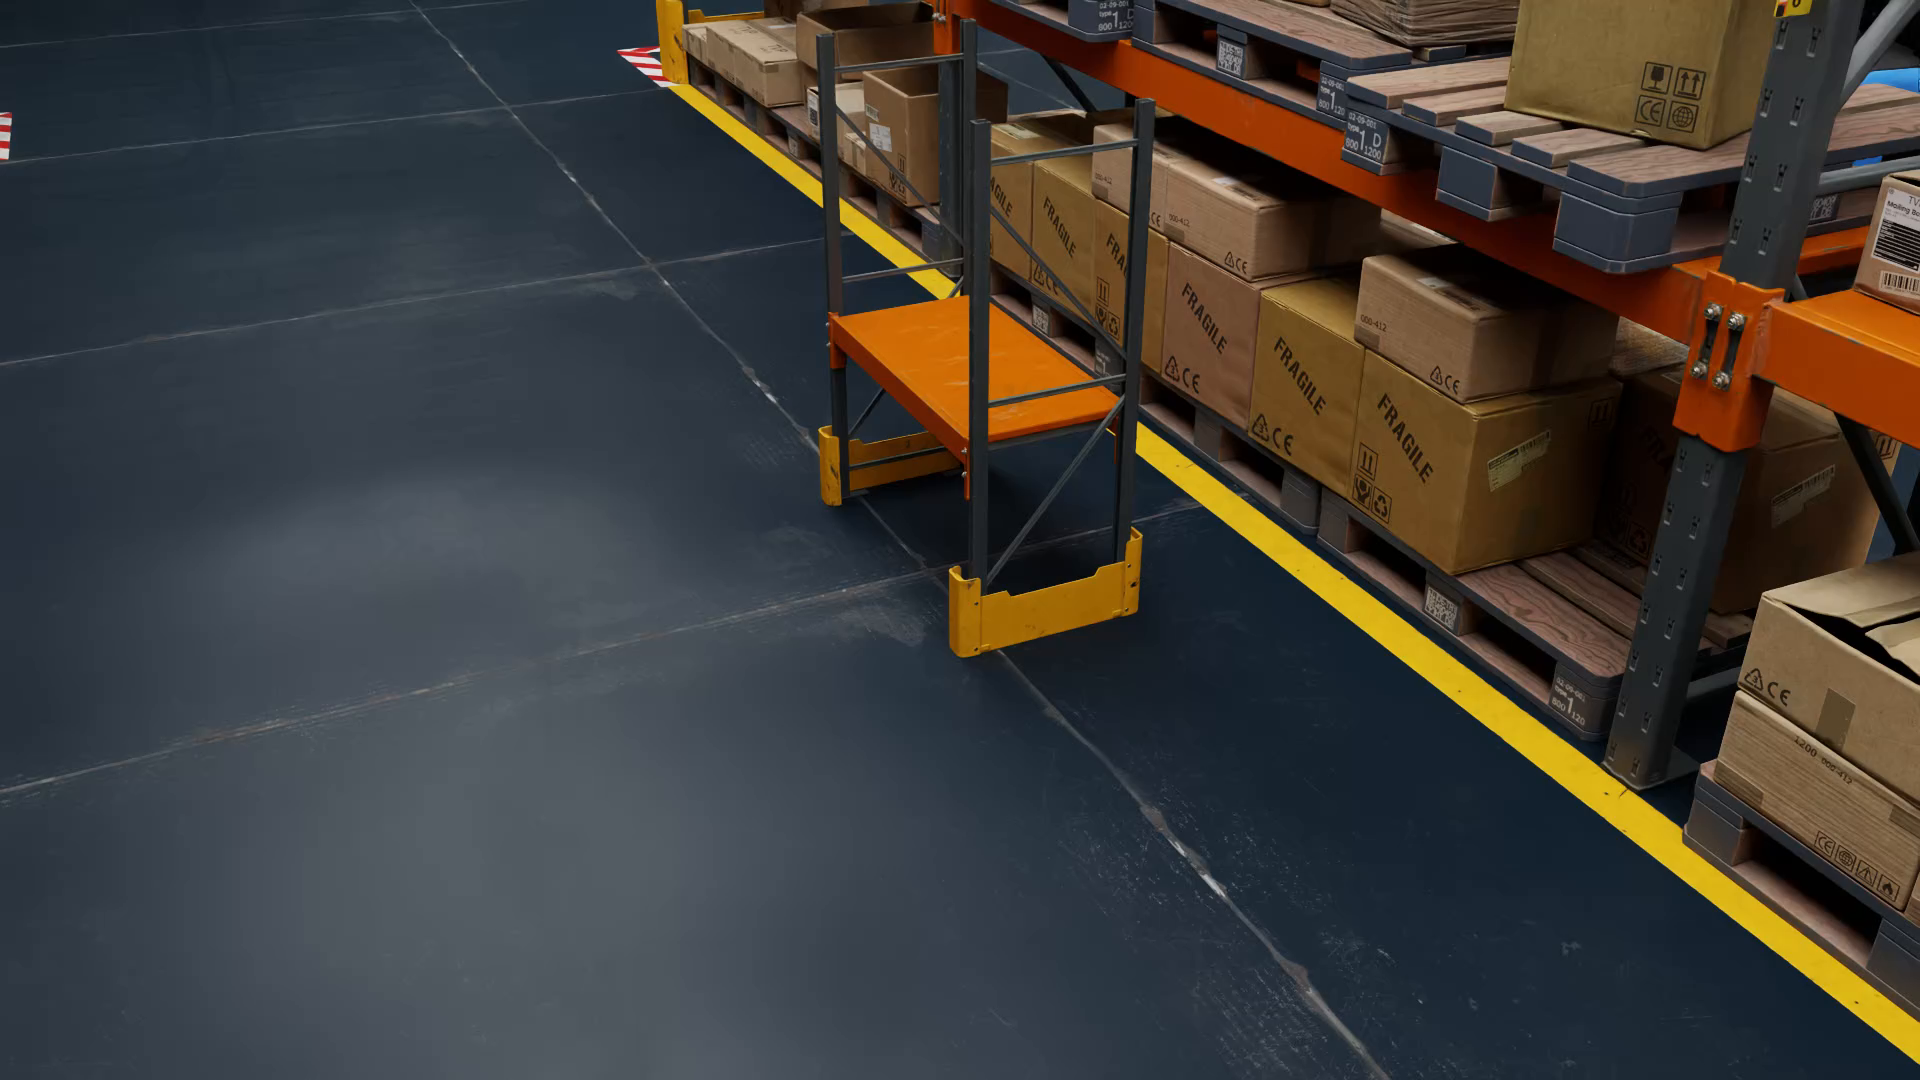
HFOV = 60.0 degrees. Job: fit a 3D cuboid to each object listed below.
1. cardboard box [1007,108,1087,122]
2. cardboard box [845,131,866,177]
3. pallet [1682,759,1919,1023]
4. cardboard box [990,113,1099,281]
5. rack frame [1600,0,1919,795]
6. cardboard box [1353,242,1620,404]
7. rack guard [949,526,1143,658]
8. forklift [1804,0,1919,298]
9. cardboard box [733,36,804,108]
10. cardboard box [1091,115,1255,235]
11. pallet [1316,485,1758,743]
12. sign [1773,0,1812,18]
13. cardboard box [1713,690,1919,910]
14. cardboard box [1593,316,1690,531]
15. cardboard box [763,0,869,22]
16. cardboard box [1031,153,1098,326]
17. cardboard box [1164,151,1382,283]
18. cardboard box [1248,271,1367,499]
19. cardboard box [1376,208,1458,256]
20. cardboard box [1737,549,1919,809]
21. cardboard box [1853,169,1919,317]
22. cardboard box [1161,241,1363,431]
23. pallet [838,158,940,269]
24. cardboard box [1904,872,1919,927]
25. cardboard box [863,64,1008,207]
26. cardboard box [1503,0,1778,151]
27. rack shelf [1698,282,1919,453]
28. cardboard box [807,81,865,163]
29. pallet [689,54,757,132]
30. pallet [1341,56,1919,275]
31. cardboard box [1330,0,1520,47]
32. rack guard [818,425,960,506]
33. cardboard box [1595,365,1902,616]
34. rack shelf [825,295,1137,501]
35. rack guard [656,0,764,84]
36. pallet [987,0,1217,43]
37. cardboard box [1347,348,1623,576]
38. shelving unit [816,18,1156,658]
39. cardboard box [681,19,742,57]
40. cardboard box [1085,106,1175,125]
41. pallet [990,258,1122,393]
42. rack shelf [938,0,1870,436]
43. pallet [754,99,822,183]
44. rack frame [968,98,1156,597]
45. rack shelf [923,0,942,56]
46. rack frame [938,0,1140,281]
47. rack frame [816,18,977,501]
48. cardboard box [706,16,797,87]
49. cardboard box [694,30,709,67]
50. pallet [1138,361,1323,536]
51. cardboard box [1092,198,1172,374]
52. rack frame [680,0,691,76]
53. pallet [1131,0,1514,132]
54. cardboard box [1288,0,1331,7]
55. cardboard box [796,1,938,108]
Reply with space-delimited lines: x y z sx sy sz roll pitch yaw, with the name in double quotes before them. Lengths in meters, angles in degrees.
"cardboard box" 0.401 -1.825 7.738 0.500 0.311 0.500 -13 32 -22
"cardboard box" -0.330 -1.869 7.981 0.380 0.149 0.250 -13 32 -22
"pallet" 2.421 0.780 3.644 1.003 0.211 1.213 -13 32 -22
"cardboard box" 0.374 -1.412 6.807 0.500 0.500 0.500 -15 32 -24
"rack frame" 2.103 -0.808 3.625 1.000 3.000 0.127 -13 32 -22
"cardboard box" 1.462 -0.625 4.637 0.500 0.250 0.500 -12 31 -20
"rack guard" 0.247 0.145 4.736 0.587 0.250 0.087 -13 32 -22
"forklift" 4.207 -2.428 6.583 3.031 2.935 1.130 -8 30 -14
"cardboard box" -0.925 -2.593 9.170 0.500 0.250 0.500 -13 32 -22
"cardboard box" 0.803 -1.298 5.836 0.500 0.250 0.500 -13 32 -22
"pallet" 1.817 0.070 4.909 1.003 0.211 1.213 -13 32 -22
"sign" 1.617 -1.161 3.150 0.100 0.325 0.005 -13 32 -22
"cardboard box" 2.063 0.501 3.672 0.500 0.250 0.500 -13 32 -22
"cardboard box" 1.936 -0.401 5.005 0.500 0.500 0.500 -14 32 -24
"cardboard box" -0.875 -3.255 10.095 0.500 0.500 0.500 -13 32 -22
"cardboard box" 0.613 -1.179 6.391 0.500 0.500 0.500 -13 32 -21
"cardboard box" 1.019 -1.076 5.441 0.500 0.250 0.500 -14 32 -23
"cardboard box" 1.268 -0.503 5.185 0.500 0.500 0.500 -14 32 -24
"cardboard box" 1.497 -0.853 5.811 0.500 0.500 0.500 -14 32 -24
"cardboard box" 2.063 0.256 3.535 0.500 0.311 0.500 -12 31 -20
"cardboard box" 2.220 -0.600 3.344 0.500 0.311 0.500 -11 31 -19
"cardboard box" 1.037 -0.733 5.596 0.500 0.500 0.500 -14 32 -24
"pallet" 0.092 -1.663 7.999 1.003 0.211 1.213 -13 32 -22
"cardboard box" 2.279 0.723 3.276 0.500 0.250 0.500 -14 32 -23
"cardboard box" -0.115 -1.869 7.622 0.500 0.500 0.500 -13 32 -22
"cardboard box" 1.731 -1.290 3.952 0.700 0.500 0.500 -26 38 -38
"rack shelf" 2.962 0.389 2.225 1.077 0.370 4.000 -13 32 -22
"cardboard box" -0.437 -2.118 8.259 0.500 0.311 0.500 -13 32 -22
"pallet" -0.955 -2.740 9.922 1.003 0.211 1.213 -13 32 -22
"pallet" 1.749 -1.009 4.179 1.213 0.211 1.003 -13 32 -22
"cardboard box" 1.511 -1.734 4.744 0.700 0.500 0.500 -7 30 -13
"rack guard" -0.181 -0.295 5.521 0.587 0.250 0.087 -13 32 -22
"cardboard box" 2.166 -0.171 4.594 0.500 0.500 0.500 -12 31 -20
"rack shelf" 0.037 -0.460 4.904 0.538 0.185 1.000 -13 32 -22
"rack guard" -1.299 -3.218 10.478 1.175 0.500 0.348 -13 32 -22
"pallet" 0.630 -2.116 6.153 1.003 0.211 1.213 -13 32 -22
"cardboard box" 1.490 -0.274 4.778 0.500 0.500 0.500 -12 31 -20
"shelving unit" 0.033 -0.620 4.823 0.587 1.500 1.083 -13 32 -22
"cardboard box" -1.462 -3.034 10.058 0.380 0.149 0.250 -13 32 -22
"cardboard box" 0.857 -1.519 6.998 0.500 0.500 0.500 -13 32 -22
"pallet" 0.769 -1.008 6.831 1.003 0.211 1.213 -13 32 -22
"rack shelf" 1.245 -1.378 5.376 1.077 0.370 4.000 -13 32 -22
"pallet" -0.436 -2.202 8.962 1.003 0.211 1.213 -13 32 -22
"rack frame" 0.255 -0.392 4.416 0.500 1.500 0.032 -13 32 -22
"rack shelf" -0.473 -3.145 8.527 1.077 0.370 4.000 -13 32 -22
"rack frame" 0.386 -2.575 6.776 1.000 3.000 0.127 -13 32 -22
"rack frame" -0.182 -0.841 5.216 0.500 1.500 0.032 -13 32 -22
"cardboard box" -1.139 -2.814 9.563 0.500 0.250 0.500 -13 32 -22
"cardboard box" -1.355 -2.931 9.857 0.380 0.166 0.250 -13 32 -22
"pallet" 1.297 -0.468 5.869 1.003 0.211 1.213 -13 32 -22
"cardboard box" 0.820 -0.957 5.995 0.500 0.500 0.500 -13 32 -21
"rack frame" -1.331 -4.342 9.927 1.000 3.000 0.127 -13 32 -22
"pallet" 1.264 -1.583 5.202 1.003 0.211 1.213 -13 32 -22
"cardboard box" 1.200 -2.035 5.280 0.700 0.500 0.500 -22 36 -34
"cardboard box" -0.425 -2.507 8.757 0.797 0.503 0.637 -13 32 -22
